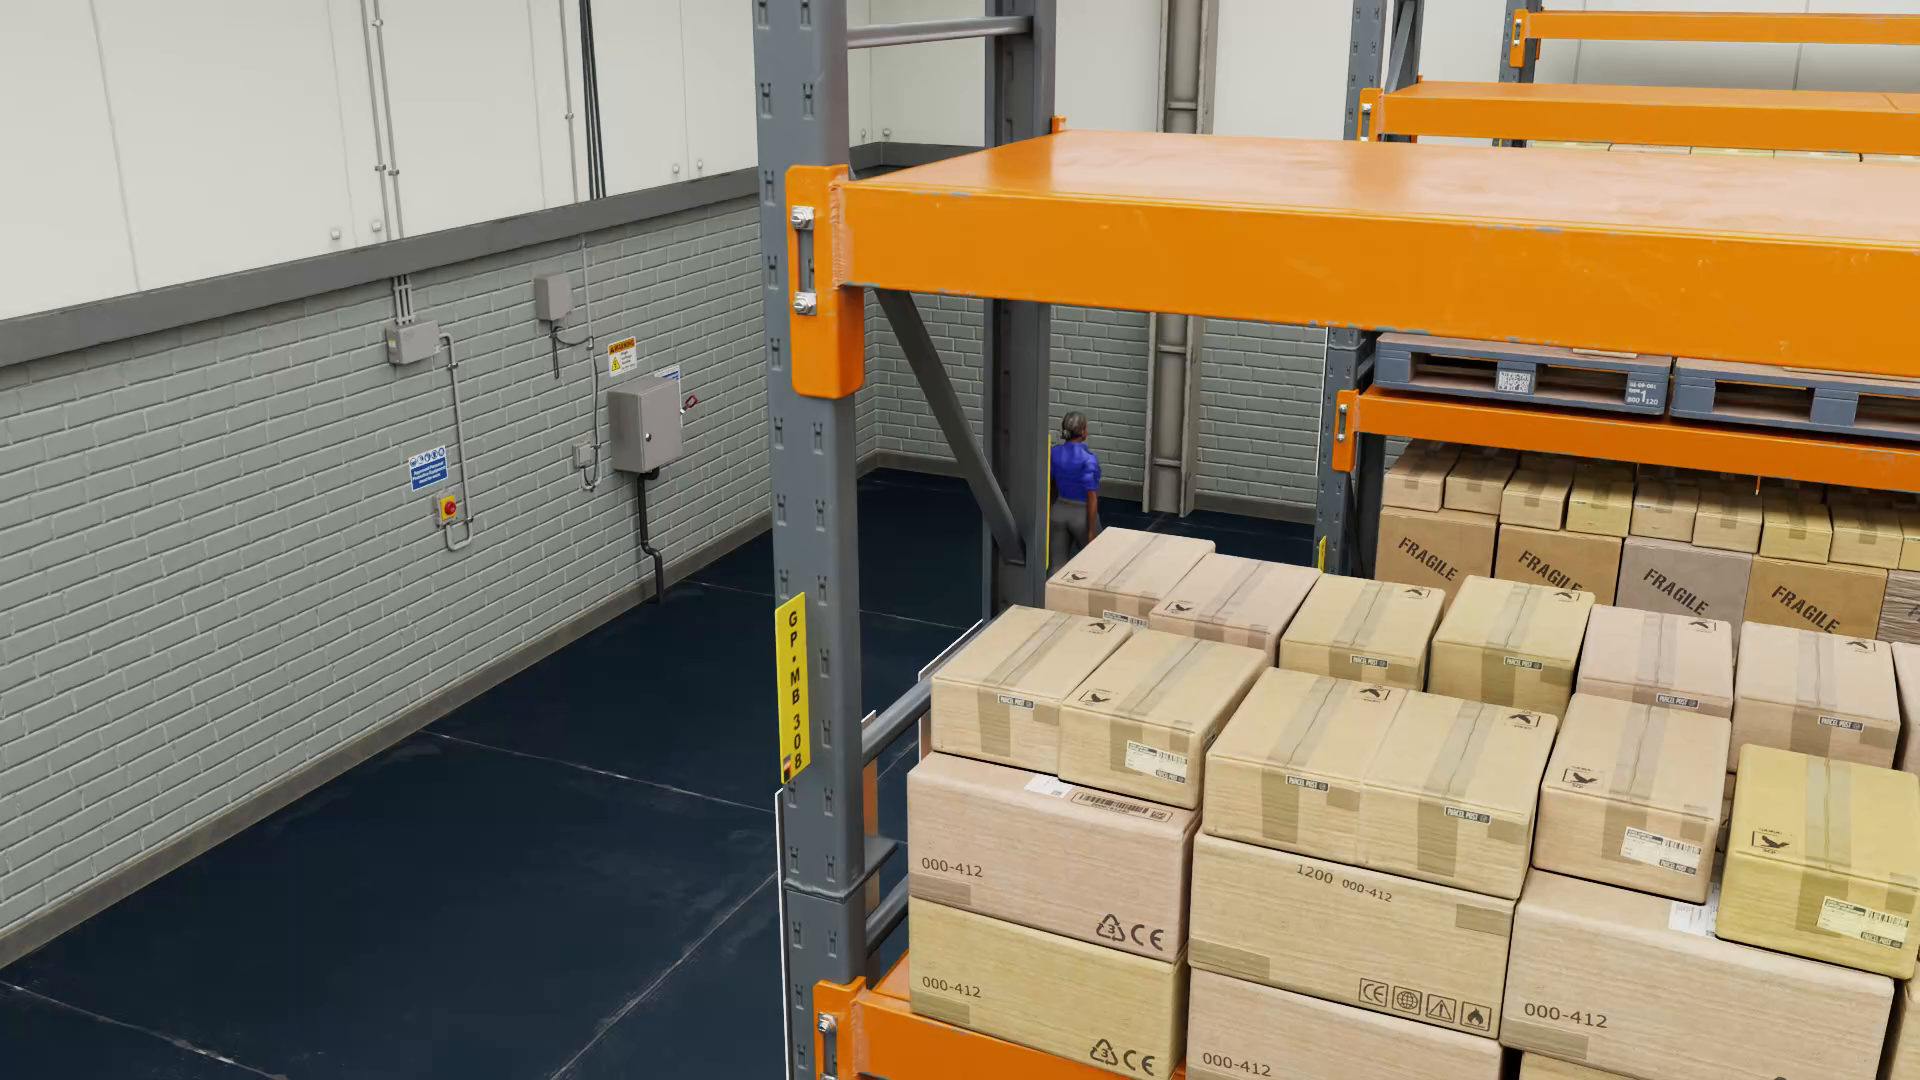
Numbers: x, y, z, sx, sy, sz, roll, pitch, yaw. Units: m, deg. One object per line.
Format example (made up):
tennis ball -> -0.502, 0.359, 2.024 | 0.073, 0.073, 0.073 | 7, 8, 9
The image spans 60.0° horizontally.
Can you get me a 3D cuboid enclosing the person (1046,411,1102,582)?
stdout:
person -> 0.876, -0.181, 12.064 | 0.451, 1.618, 0.920 | 11, 22, 28
